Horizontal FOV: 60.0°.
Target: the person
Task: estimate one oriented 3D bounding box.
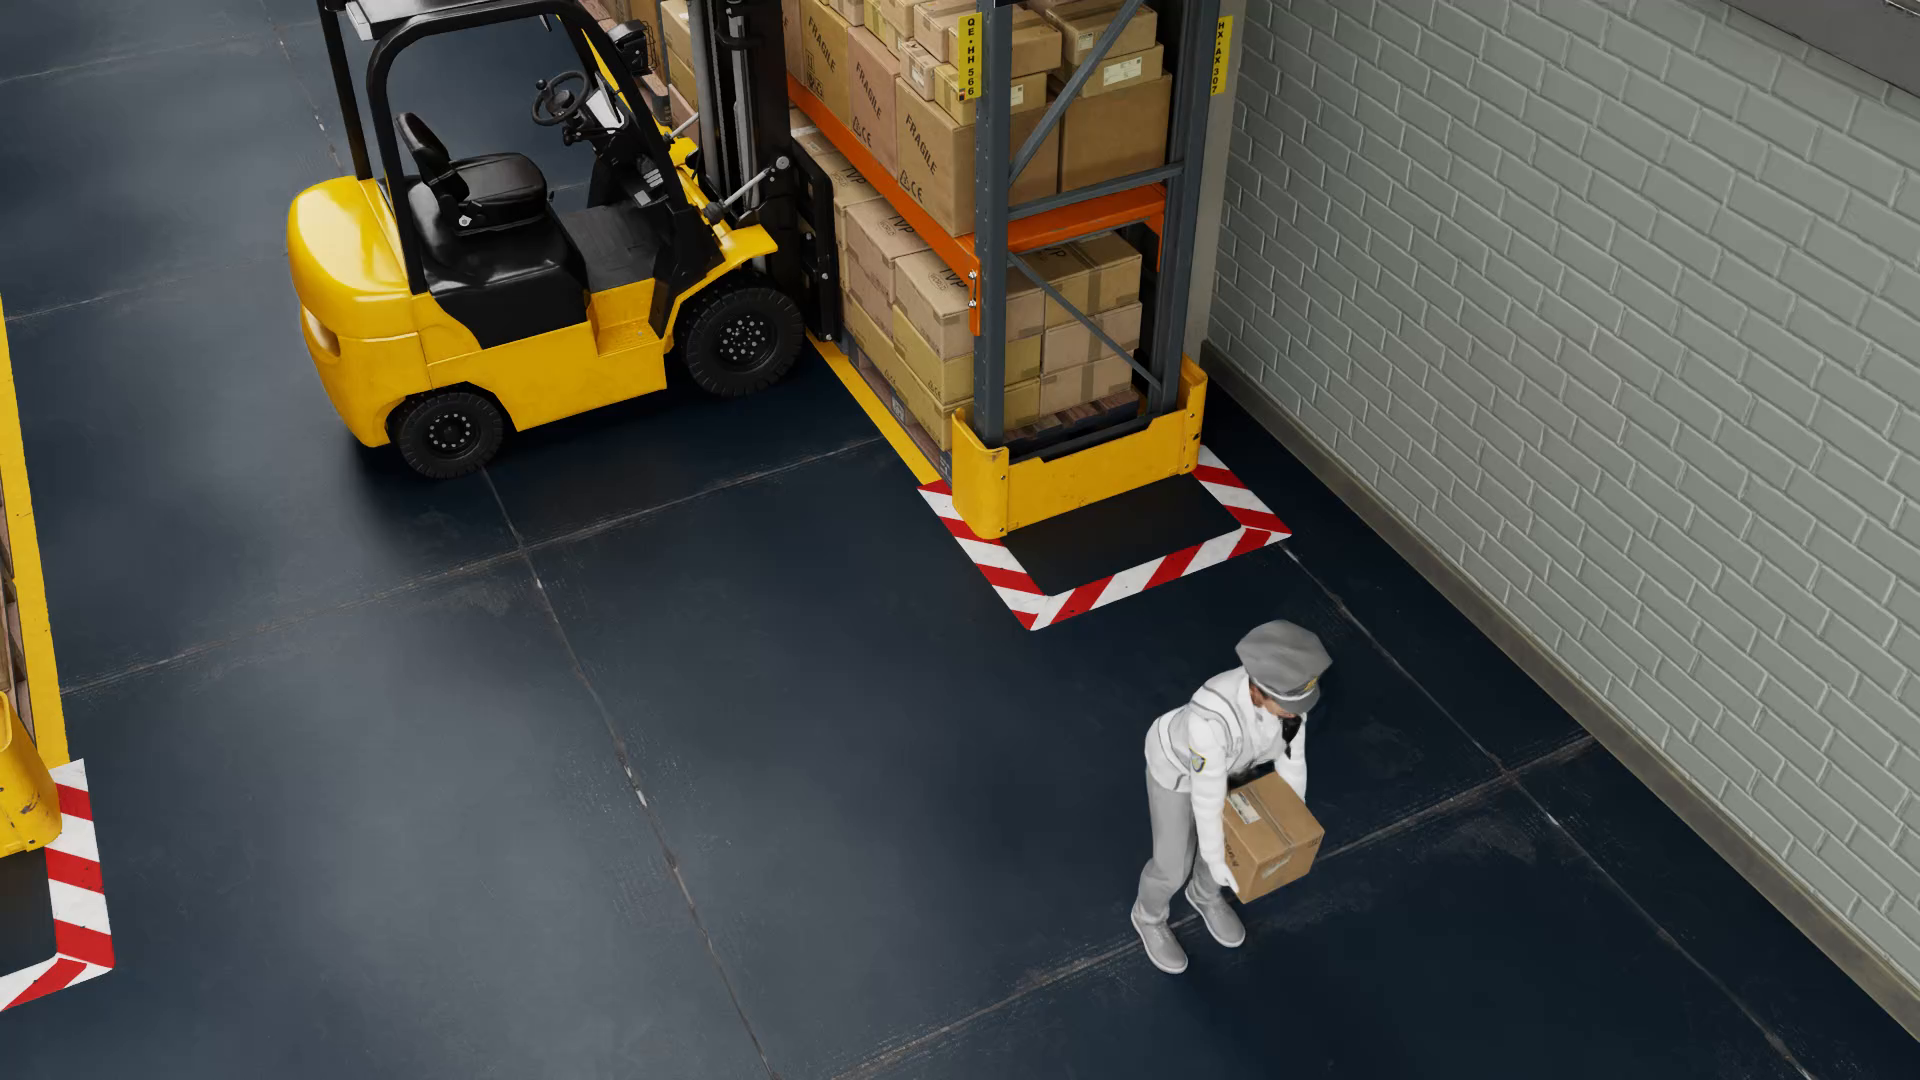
[{"bbox_3d":[0.845,0.817,5.286,0.409,1.605,0.569,-20,45,-21],"label":"person"}]
